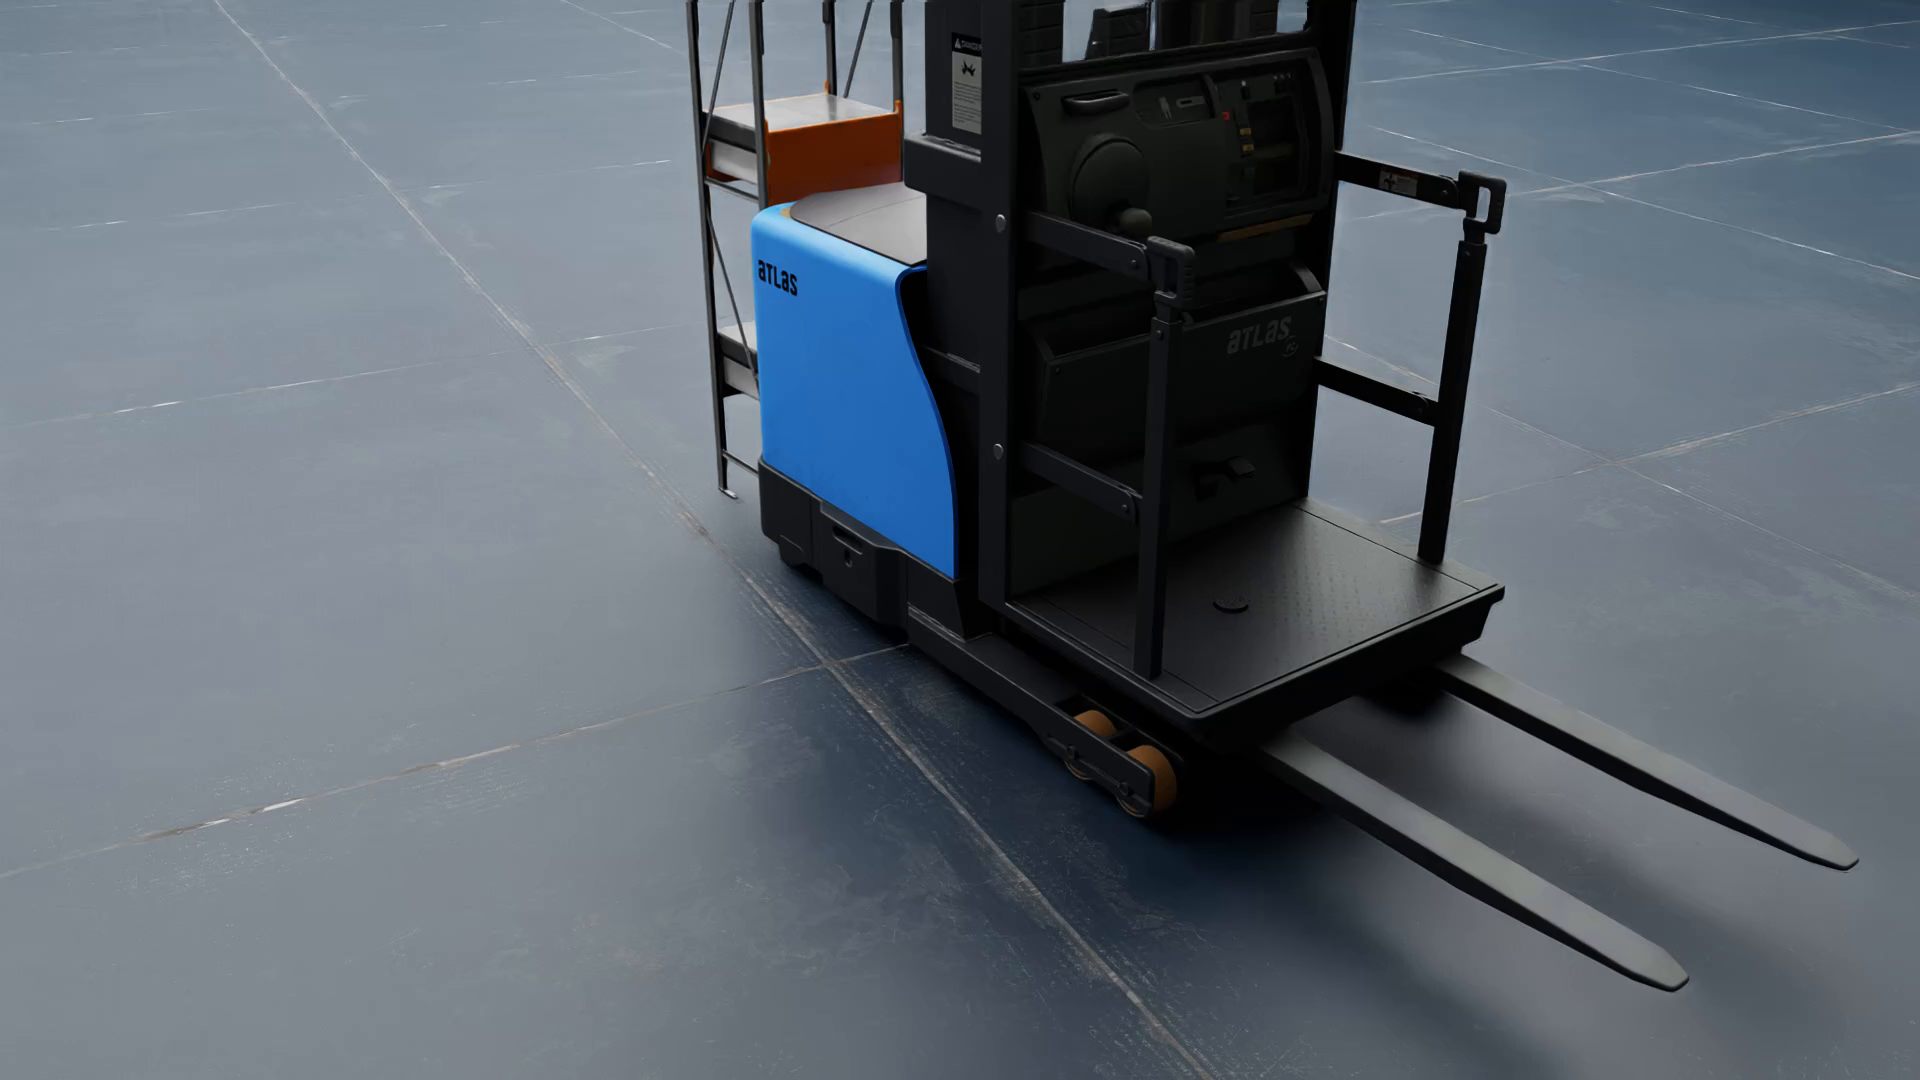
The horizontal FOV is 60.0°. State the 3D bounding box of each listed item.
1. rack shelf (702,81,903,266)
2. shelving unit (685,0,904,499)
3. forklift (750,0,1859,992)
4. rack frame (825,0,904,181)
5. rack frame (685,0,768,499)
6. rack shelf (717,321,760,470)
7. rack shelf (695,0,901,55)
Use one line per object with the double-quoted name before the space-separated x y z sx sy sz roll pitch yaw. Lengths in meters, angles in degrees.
"rack shelf" -0.491 -1.099 5.145 0.480 0.518 0.431 -18 31 -33
"shelving unit" -0.491 -1.112 5.140 0.503 2.100 0.431 -18 31 -33
"forklift" 0.665 -0.912 3.763 1.130 2.935 3.031 -18 31 -32
"rack frame" -0.297 -1.176 5.273 0.015 2.100 0.400 -18 31 -33
"rack frame" -0.685 -1.048 5.006 0.015 2.100 0.400 -18 31 -33
"rack shelf" -0.491 -0.468 5.448 0.480 0.518 0.431 -18 31 -33
"rack shelf" -0.491 -1.730 4.842 0.480 0.518 0.431 -18 31 -33
